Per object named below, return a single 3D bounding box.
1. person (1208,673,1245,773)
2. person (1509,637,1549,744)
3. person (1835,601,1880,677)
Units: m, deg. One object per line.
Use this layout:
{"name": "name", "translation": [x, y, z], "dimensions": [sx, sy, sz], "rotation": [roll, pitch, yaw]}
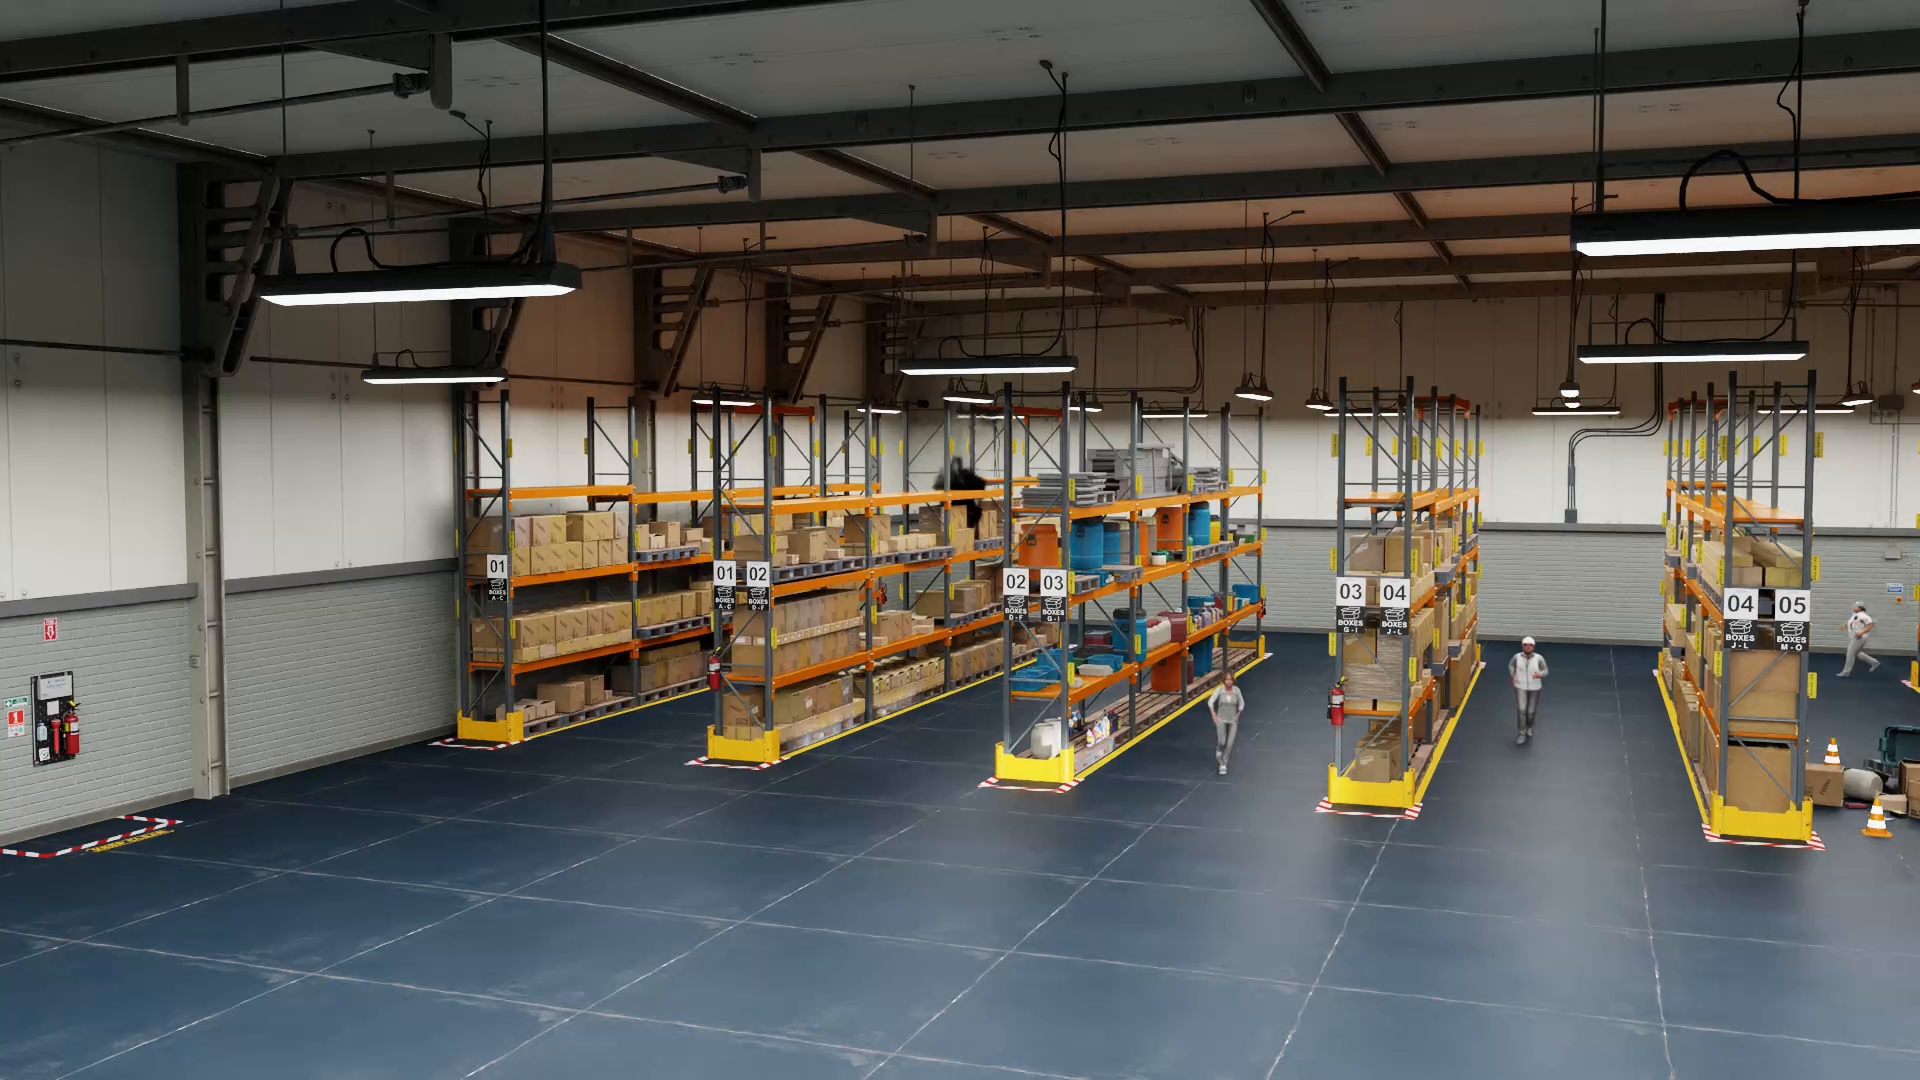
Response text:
{"name": "person", "translation": [4.126, 2.818, 25.717], "dimensions": [0.552, 1.558, 0.532], "rotation": [0, 3, 0]}
{"name": "person", "translation": [9.715, 2.556, 28.412], "dimensions": [0.644, 1.821, 0.788], "rotation": [1, 3, 16]}
{"name": "person", "translation": [19.644, 2.169, 36.336], "dimensions": [0.903, 1.662, 0.608], "rotation": [1, 3, 15]}
